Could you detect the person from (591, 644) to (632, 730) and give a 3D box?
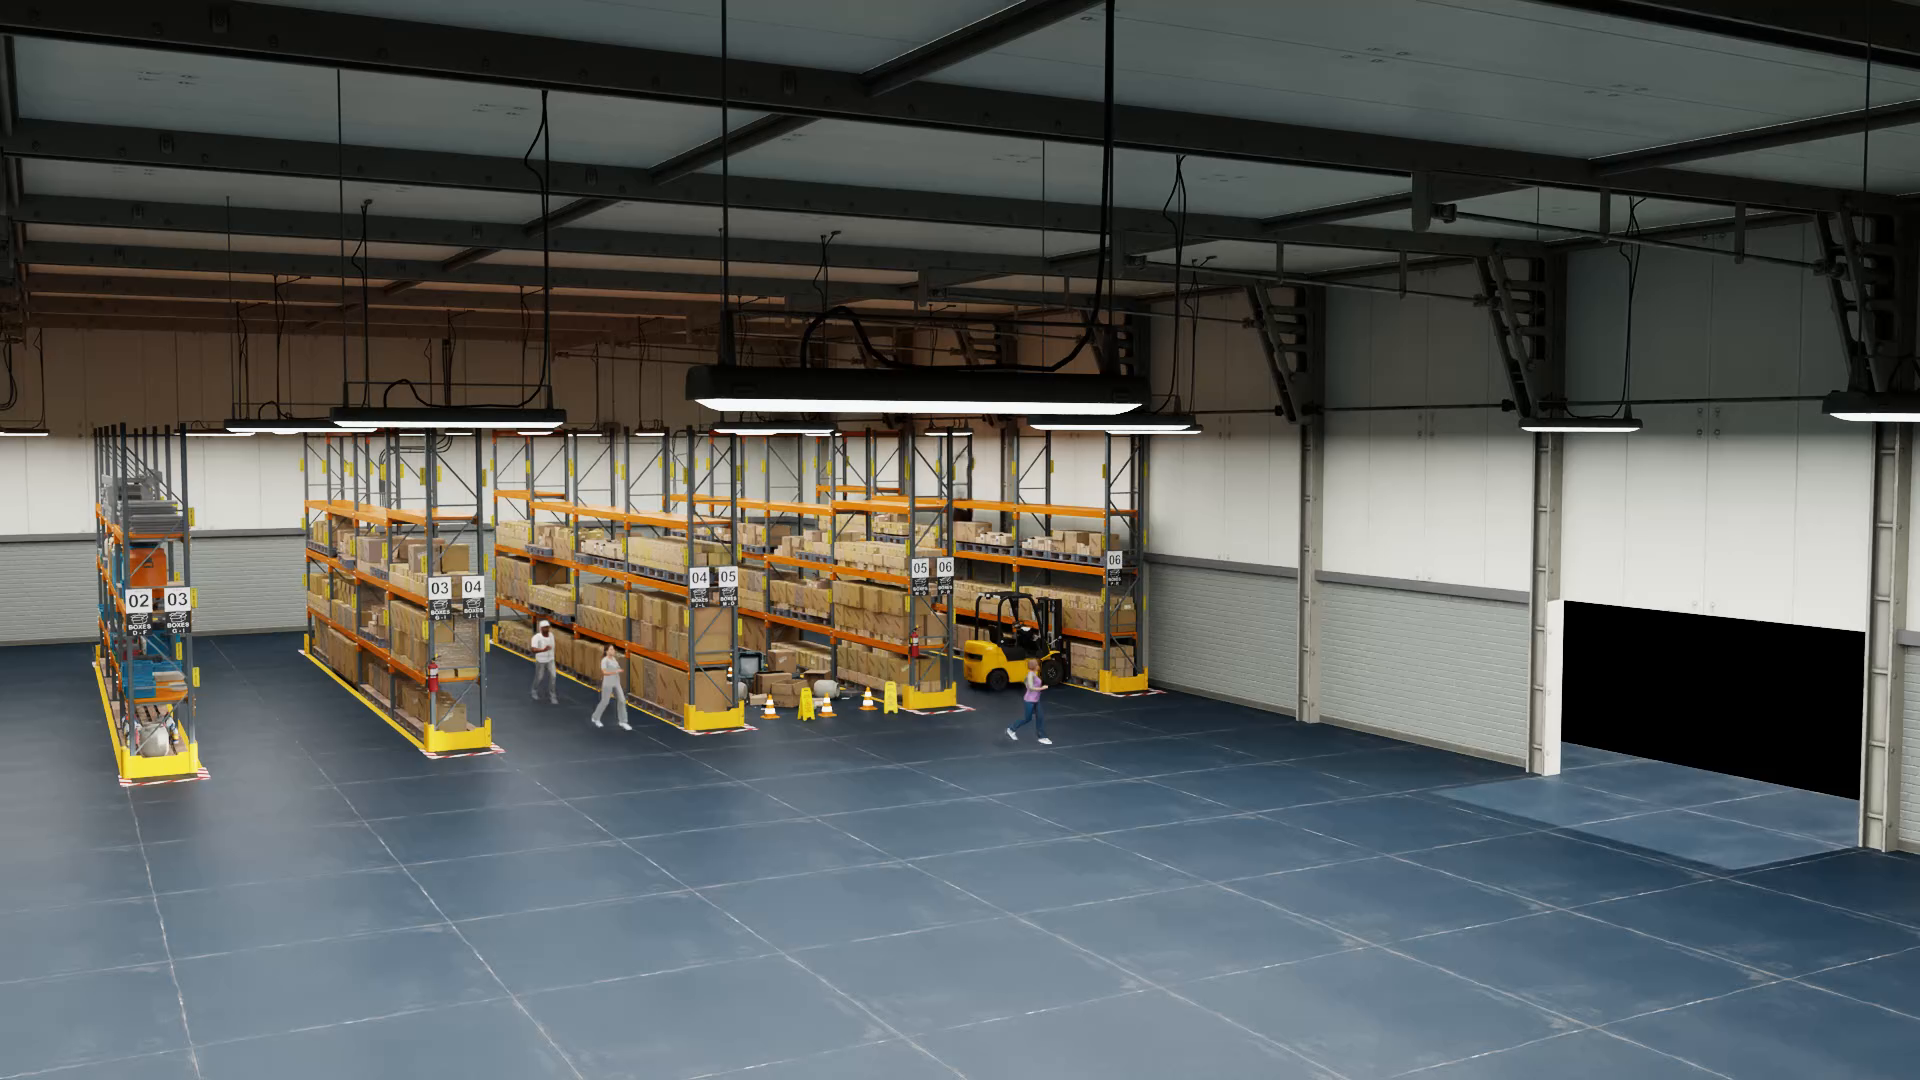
[{"bbox_3d":[-6.883,2.884,32.757,0.882,1.698,0.560,2,4,30],"label":"person"}]

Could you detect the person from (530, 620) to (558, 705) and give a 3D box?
[{"bbox_3d":[-9.022,2.637,36.061,0.681,1.803,0.897,-3,5,-43],"label":"person"}]

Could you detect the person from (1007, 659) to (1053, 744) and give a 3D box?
[{"bbox_3d":[1.326,3.017,31.110,0.851,1.586,0.537,1,4,17],"label":"person"}]
